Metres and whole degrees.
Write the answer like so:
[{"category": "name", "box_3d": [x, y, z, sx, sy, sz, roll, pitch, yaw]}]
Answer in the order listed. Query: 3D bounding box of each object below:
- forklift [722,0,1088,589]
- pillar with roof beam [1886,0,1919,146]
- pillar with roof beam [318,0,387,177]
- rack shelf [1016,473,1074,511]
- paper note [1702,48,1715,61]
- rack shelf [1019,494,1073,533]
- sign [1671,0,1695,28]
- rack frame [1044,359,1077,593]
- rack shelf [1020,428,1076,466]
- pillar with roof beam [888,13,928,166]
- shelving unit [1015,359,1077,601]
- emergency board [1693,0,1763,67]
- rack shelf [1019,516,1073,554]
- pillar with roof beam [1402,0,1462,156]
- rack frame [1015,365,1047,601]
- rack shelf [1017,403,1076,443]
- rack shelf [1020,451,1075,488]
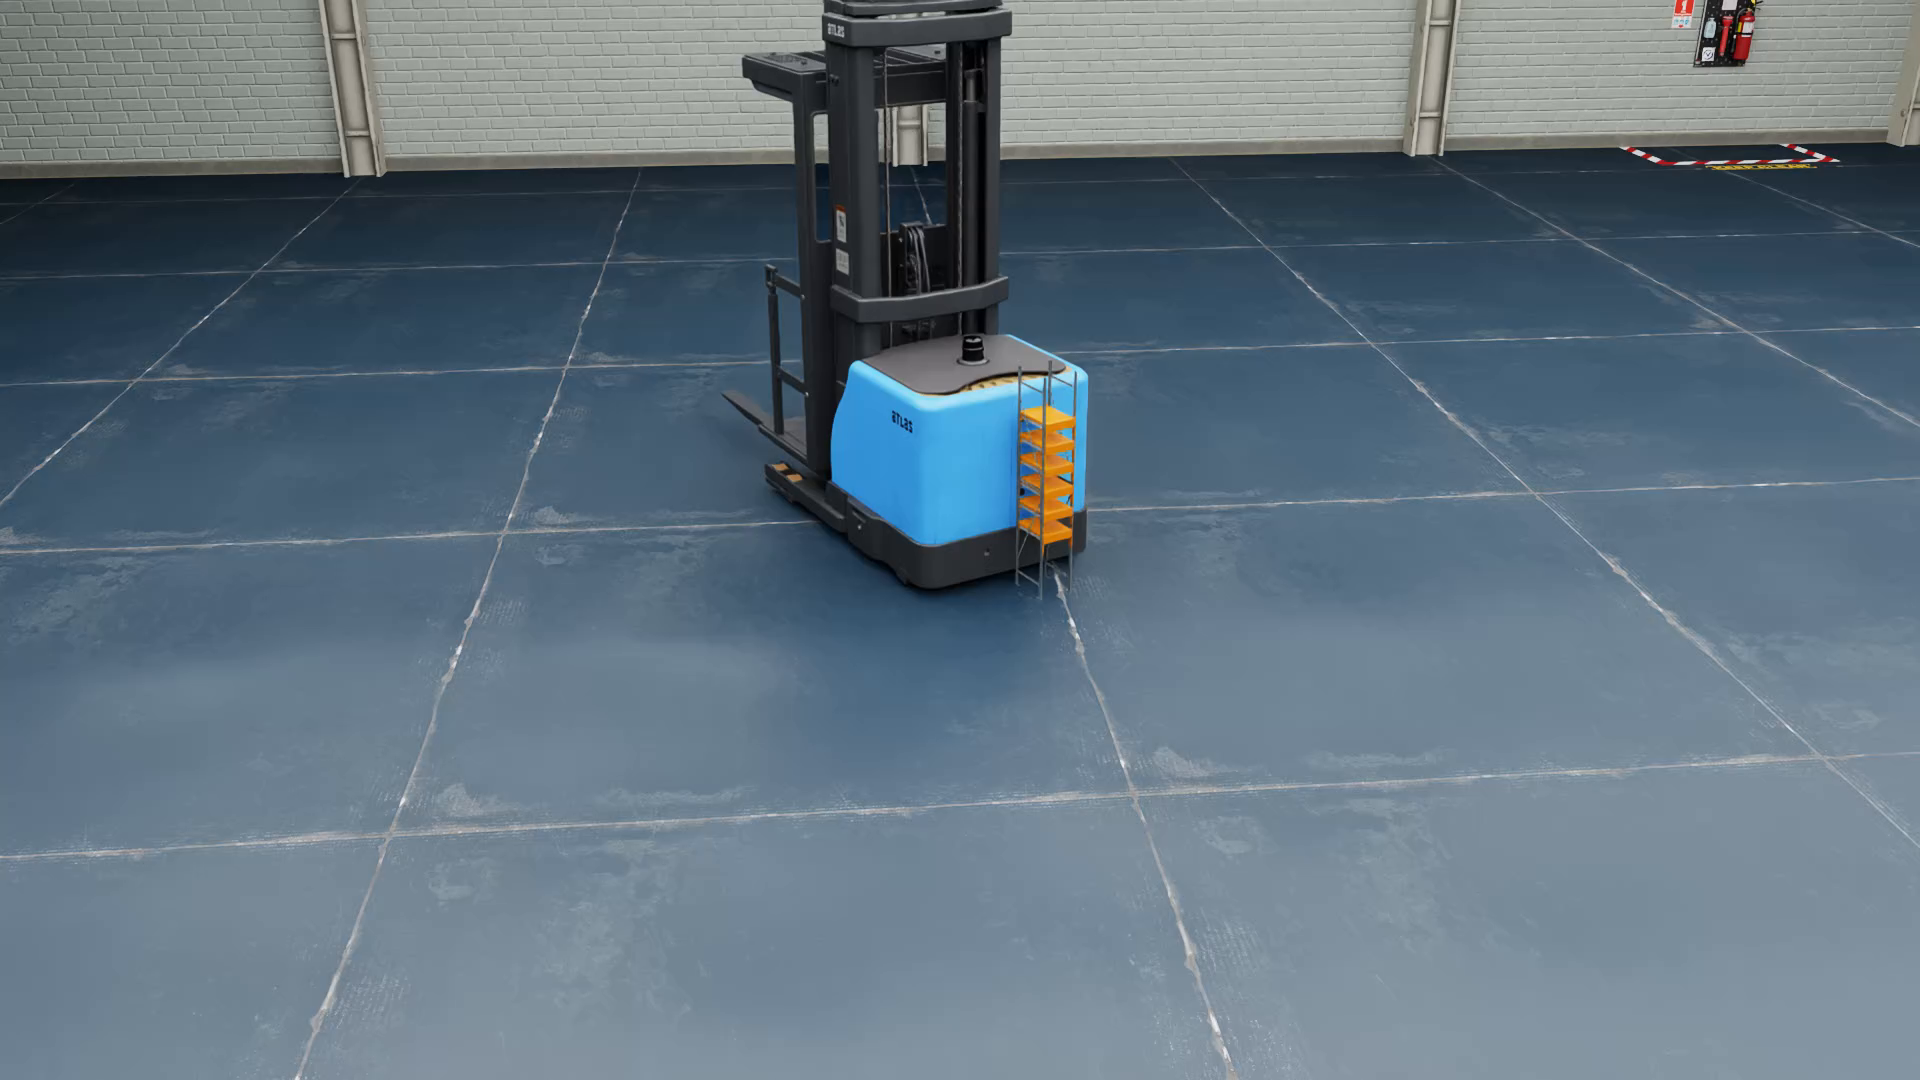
[{"category": "forklift", "box_3d": [-0.501, -1.646, 9.345, 1.130, 2.935, 3.031, -13, 27, -28]}, {"category": "pillar with roof beam", "box_3d": [11.789, -7.124, 14.199, 0.400, 9.000, 9.100, -2, 24, -5]}, {"category": "pillar with roof beam", "box_3d": [-6.124, -6.406, 12.583, 0.400, 9.000, 9.100, -2, 24, -5]}, {"category": "rack shelf", "box_3d": [0.432, -0.256, 8.458, 0.180, 0.103, 0.258, -14, 28, -29]}, {"category": "paper note", "box_3d": [8.720, -5.658, 19.371, 0.142, 0.148, 0.016, -2, 24, -5]}, {"category": "rack shelf", "box_3d": [0.432, -0.146, 8.507, 0.180, 0.103, 0.258, -14, 28, -29]}, {"category": "sign", "box_3d": [8.342, -6.076, 19.182, 0.234, 0.329, 0.001, -2, 24, -5]}, {"category": "rack frame", "box_3d": [0.510, -0.316, 8.484, 0.006, 1.200, 0.240, -14, 28, -29]}, {"category": "rack shelf", "box_3d": [0.432, -0.475, 8.360, 0.180, 0.103, 0.258, -14, 28, -29]}, {"category": "pillar with roof beam", "box_3d": [-0.153, -6.645, 13.121, 0.400, 9.000, 9.100, -2, 24, -5]}, {"category": "shelving unit", "box_3d": [0.432, -0.296, 8.440, 0.189, 1.200, 0.258, -14, 28, -29]}, {"category": "emergency board", "box_3d": [8.903, -6.040, 19.145, 0.643, 1.169, 0.194, -2, 24, -5]}, {"category": "rack shelf", "box_3d": [0.432, -0.037, 8.555, 0.180, 0.103, 0.258, -14, 28, -29]}, {"category": "pillar with roof beam", "box_3d": [5.818, -6.885, 13.660, 0.400, 9.000, 9.100, -2, 24, -5]}, {"category": "rack frame", "box_3d": [0.355, -0.277, 8.396, 0.006, 1.200, 0.240, -14, 28, -29]}, {"category": "rack shelf", "box_3d": [0.432, -0.585, 8.312, 0.180, 0.103, 0.258, -14, 28, -29]}, {"category": "rack shelf", "box_3d": [0.432, -0.366, 8.409, 0.180, 0.103, 0.258, -14, 28, -29]}]
